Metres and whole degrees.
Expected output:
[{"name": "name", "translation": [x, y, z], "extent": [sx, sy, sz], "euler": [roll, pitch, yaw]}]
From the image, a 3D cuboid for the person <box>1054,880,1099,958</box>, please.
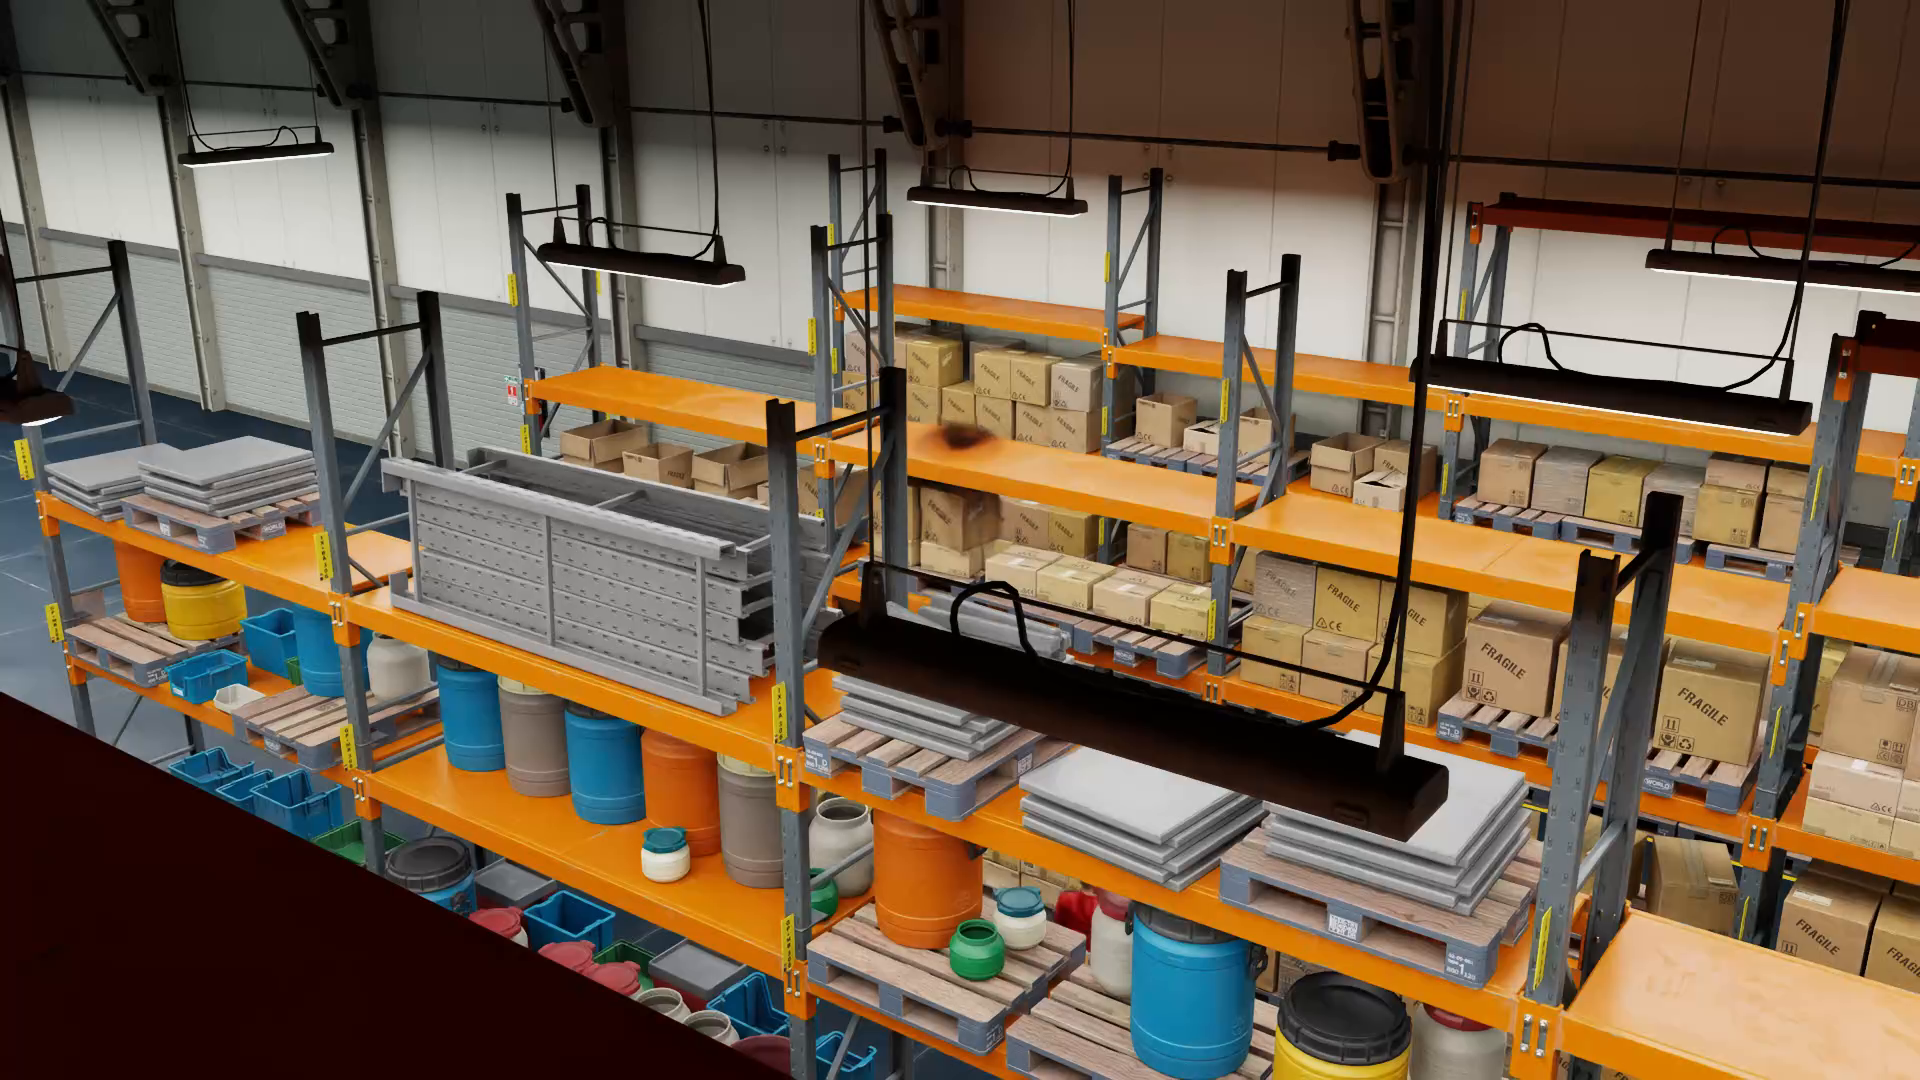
[{"name": "person", "translation": [0.972, 3.246, 12.681], "extent": [0.623, 1.741, 0.392], "euler": [14, 23, 36]}]
